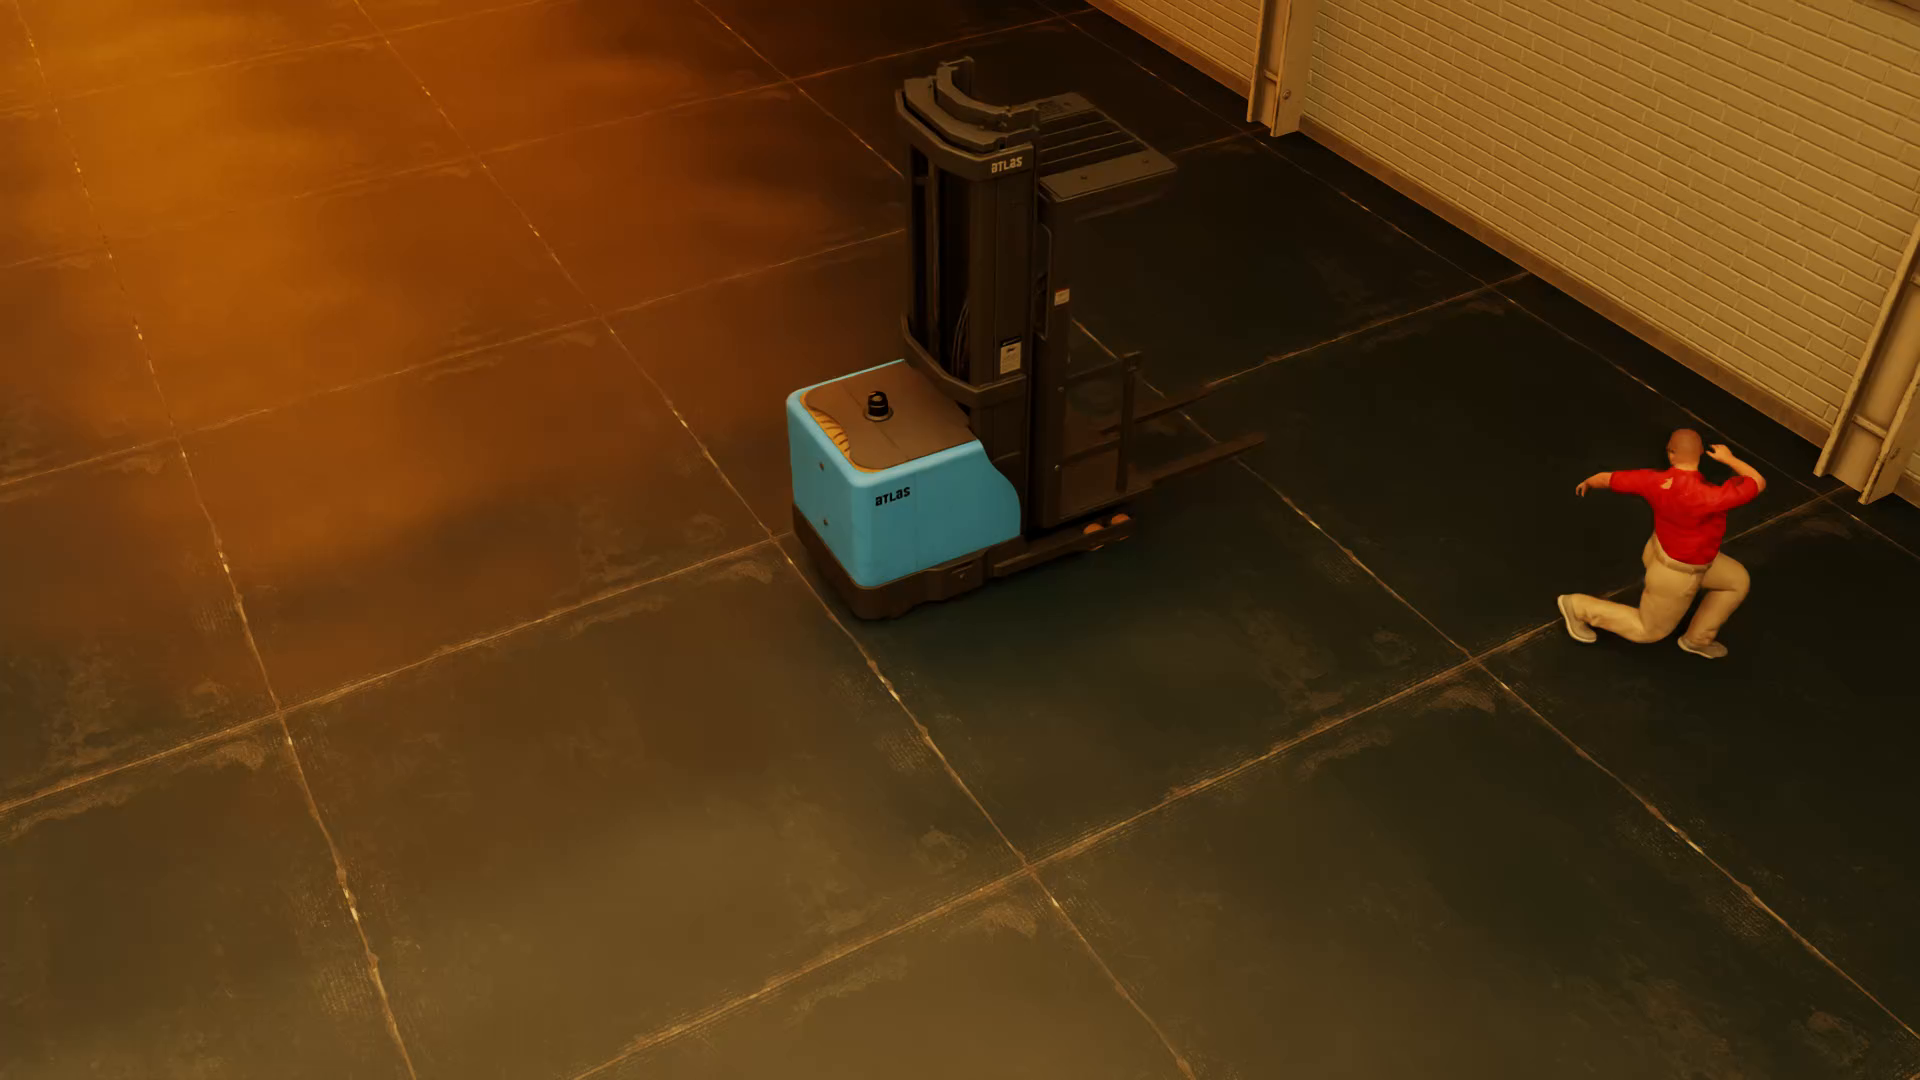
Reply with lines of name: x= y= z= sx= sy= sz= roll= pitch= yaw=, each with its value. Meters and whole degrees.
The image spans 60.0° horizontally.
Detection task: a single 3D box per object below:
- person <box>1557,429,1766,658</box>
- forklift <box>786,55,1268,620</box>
person: x=3.939 y=-0.043 z=9.282 sx=0.984 sy=1.477 sz=0.825 roll=3 pitch=40 yaw=4
forklift: x=0.511 y=-1.342 z=9.654 sx=3.031 sy=2.935 sz=1.130 roll=-19 pitch=43 yaw=-22
